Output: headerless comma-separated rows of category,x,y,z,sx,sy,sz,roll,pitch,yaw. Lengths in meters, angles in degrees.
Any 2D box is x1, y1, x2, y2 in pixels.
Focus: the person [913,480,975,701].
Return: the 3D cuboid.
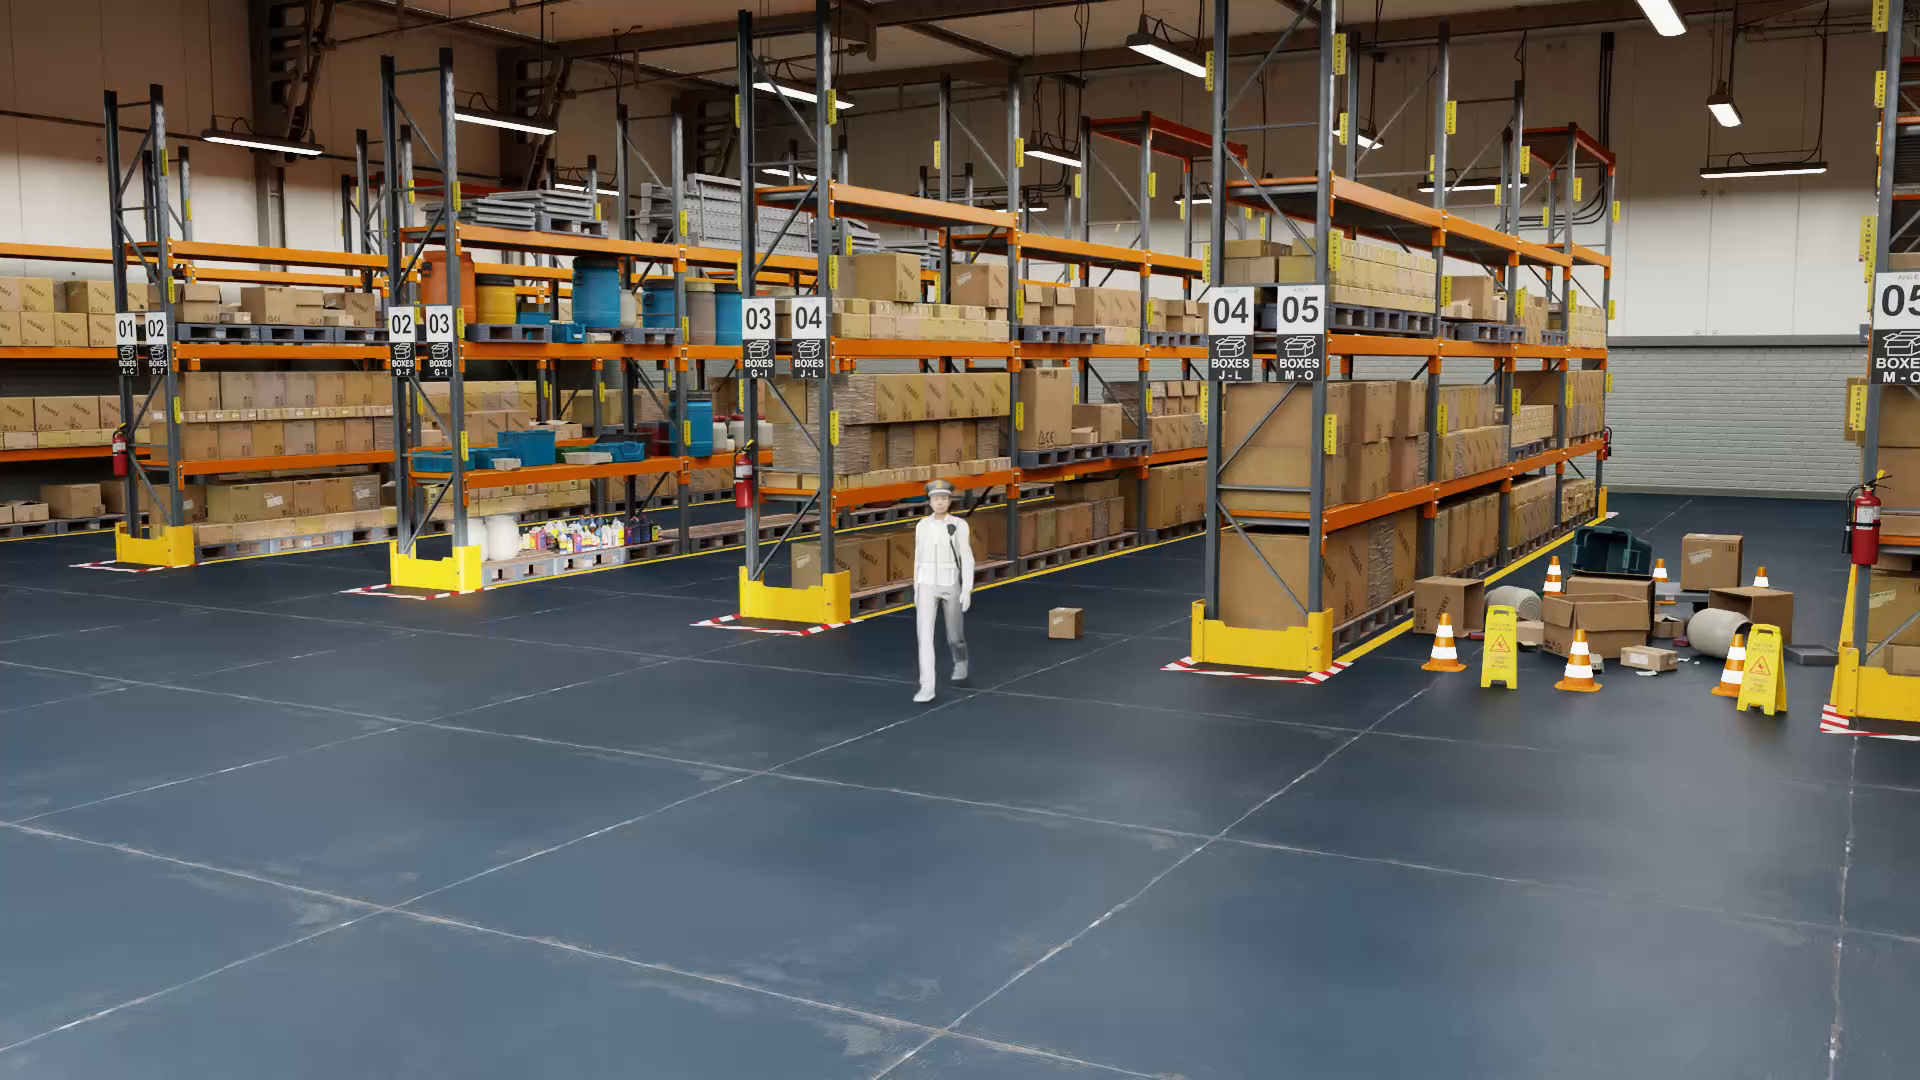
person,-0.129,0.359,12.788,0.495,1.652,0.888,1,6,11
